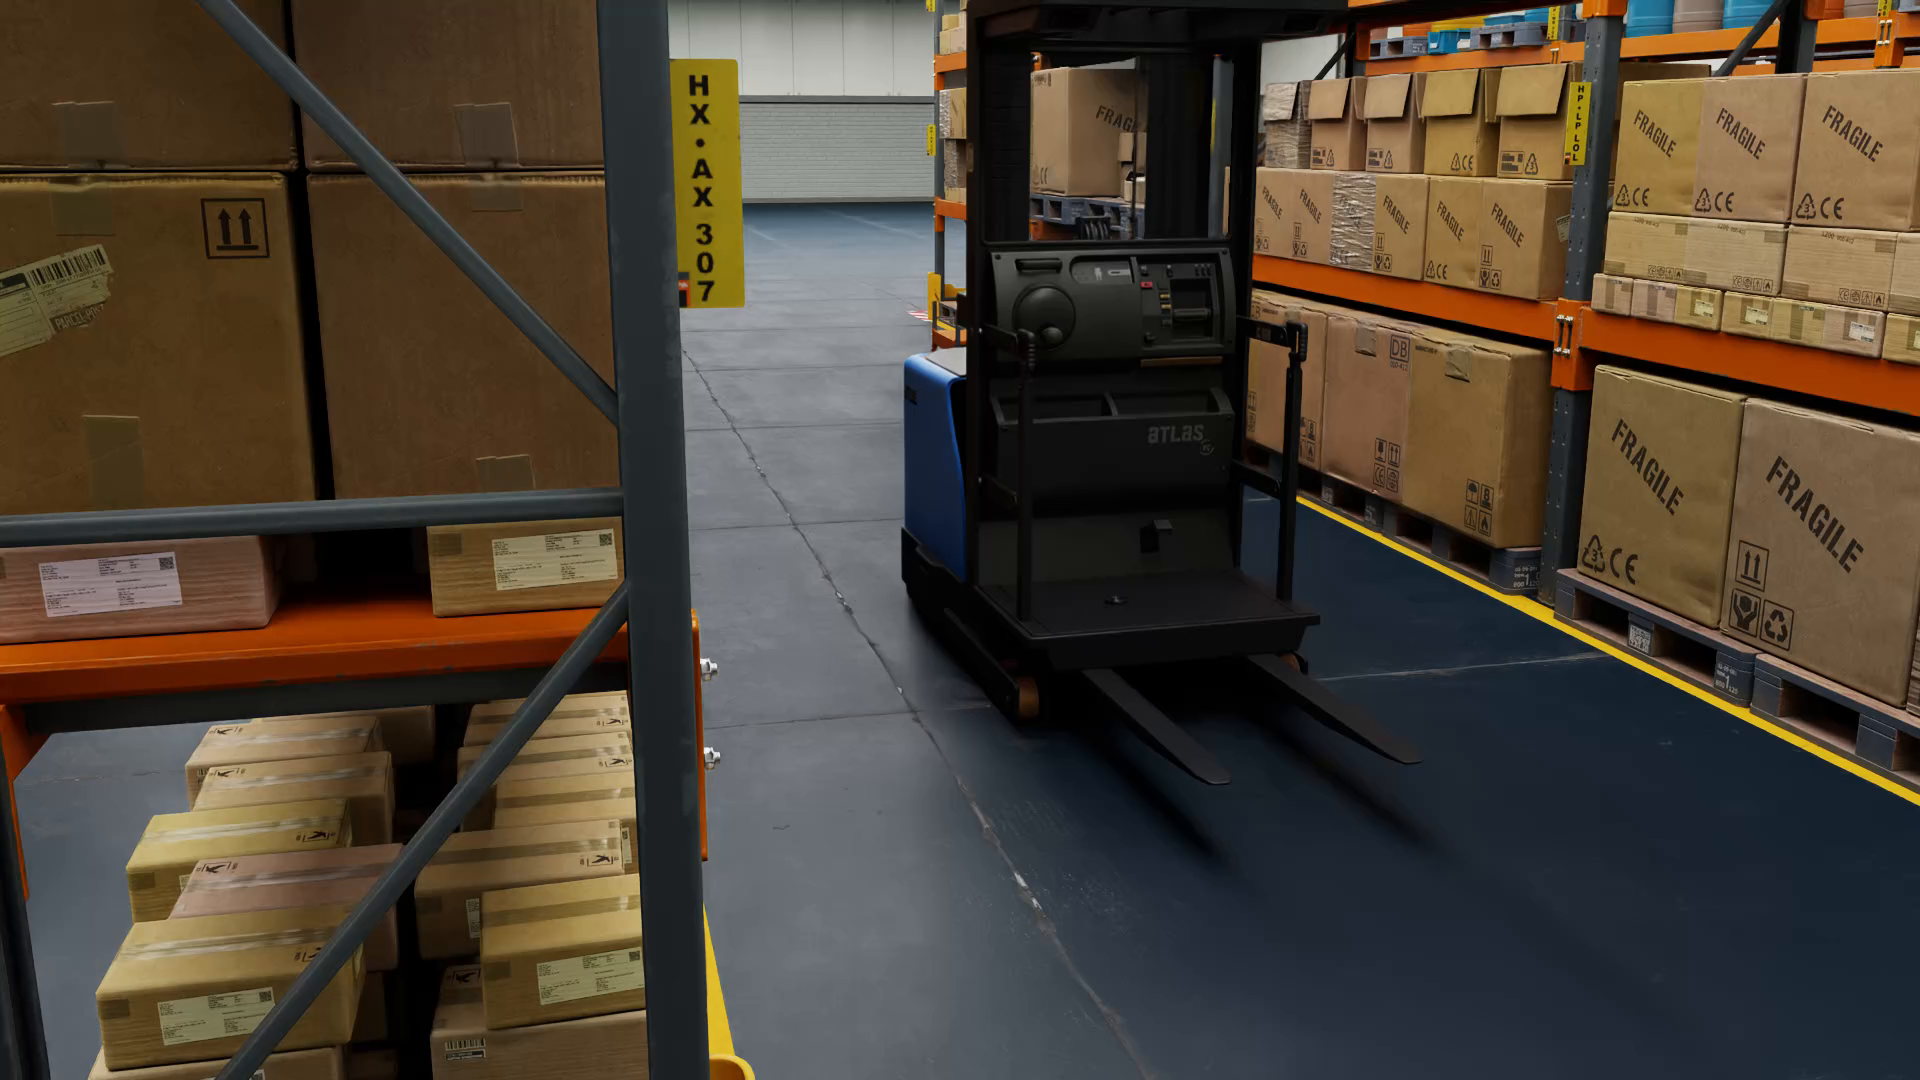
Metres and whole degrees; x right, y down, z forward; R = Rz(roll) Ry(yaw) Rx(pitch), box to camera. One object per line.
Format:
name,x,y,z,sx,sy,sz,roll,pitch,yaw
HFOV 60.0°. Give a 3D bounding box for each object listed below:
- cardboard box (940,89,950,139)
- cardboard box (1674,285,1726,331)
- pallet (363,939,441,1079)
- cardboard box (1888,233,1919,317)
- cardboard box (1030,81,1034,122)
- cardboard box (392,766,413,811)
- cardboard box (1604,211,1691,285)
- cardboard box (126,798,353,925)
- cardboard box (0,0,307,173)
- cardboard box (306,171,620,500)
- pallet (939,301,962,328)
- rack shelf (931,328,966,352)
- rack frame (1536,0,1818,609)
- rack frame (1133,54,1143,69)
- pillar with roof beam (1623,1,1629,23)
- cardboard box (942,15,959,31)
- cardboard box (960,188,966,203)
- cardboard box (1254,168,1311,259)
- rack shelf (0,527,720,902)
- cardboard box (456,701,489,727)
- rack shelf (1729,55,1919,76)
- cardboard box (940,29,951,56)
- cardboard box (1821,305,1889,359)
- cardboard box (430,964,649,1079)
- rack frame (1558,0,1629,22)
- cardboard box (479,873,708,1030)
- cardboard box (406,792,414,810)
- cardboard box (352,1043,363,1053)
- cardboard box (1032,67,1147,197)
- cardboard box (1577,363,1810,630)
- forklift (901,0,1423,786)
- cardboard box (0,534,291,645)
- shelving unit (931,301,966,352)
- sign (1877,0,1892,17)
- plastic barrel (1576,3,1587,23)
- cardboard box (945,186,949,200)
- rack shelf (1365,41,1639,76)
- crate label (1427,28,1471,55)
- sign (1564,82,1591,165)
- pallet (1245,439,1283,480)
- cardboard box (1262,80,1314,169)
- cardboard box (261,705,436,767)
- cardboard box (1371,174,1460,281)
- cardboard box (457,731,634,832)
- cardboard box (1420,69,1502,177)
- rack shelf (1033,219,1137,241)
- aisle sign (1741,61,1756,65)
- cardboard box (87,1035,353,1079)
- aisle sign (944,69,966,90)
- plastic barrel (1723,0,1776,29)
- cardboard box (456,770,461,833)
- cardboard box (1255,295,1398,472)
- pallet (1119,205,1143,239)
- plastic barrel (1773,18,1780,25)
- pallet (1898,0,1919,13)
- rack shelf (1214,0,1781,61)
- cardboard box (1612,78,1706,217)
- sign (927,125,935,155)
cardboard box,0.082,-4.504,17.598,0.500,0.500,0.500,-3,14,-13
cardboard box,2.906,-0.869,6.192,0.380,0.149,0.250,-3,14,-11
pallet,-1.044,1.125,3.379,1.003,0.211,1.213,-3,14,-13
cardboard box,3.239,-0.799,5.067,0.500,0.250,0.500,-3,14,-13
cardboard box,0.784,-3.812,14.764,0.500,0.500,0.500,-3,14,-13
cardboard box,-1.571,0.609,4.110,0.380,0.149,0.250,-3,14,-10
cardboard box,2.892,-1.148,6.493,0.500,0.250,0.500,-4,14,-14
cardboard box,-1.428,0.647,3.327,0.380,0.149,0.250,-4,14,-14
cardboard box,-1.219,-0.793,2.410,0.500,0.500,0.500,-4,14,-14
cardboard box,-0.707,-0.335,2.640,0.500,0.500,0.500,-3,14,-11
pallet,0.392,-2.406,17.829,1.003,0.211,1.213,-3,14,-13
rack shelf,0.039,-0.926,8.035,0.258,0.148,0.480,-3,14,-13
rack frame,3.036,-1.199,7.014,1.000,3.000,0.127,-3,14,-13
rack frame,1.157,-3.044,14.568,1.000,3.000,0.127,-3,14,-13
pillar with roof beam,8.664,-10.125,30.909,9.100,9.000,0.400,-3,14,-13
cardboard box,0.024,-5.404,17.380,0.380,0.149,0.250,-3,14,-12
cardboard box,0.216,-3.592,17.340,0.380,0.149,0.250,-3,14,-13
cardboard box,2.069,-1.924,9.772,0.500,0.500,0.500,-4,14,-15
rack shelf,-1.339,-0.135,4.175,1.077,0.370,4.000,-3,14,-13
cardboard box,-1.143,0.374,4.445,0.380,0.149,0.250,-3,14,-13
rack shelf,10.317,-5.165,18.442,1.077,0.370,4.000,-3,14,-13
cardboard box,0.079,-5.226,17.493,0.500,0.250,0.500,-3,14,-12
cardboard box,3.087,-0.691,5.465,0.380,0.149,0.250,-3,14,-13
cardboard box,-0.743,0.878,3.007,0.380,0.149,0.250,-3,14,-11
rack frame,5.971,-6.235,14.986,1.000,3.000,0.127,-3,14,-13
cardboard box,-0.662,0.729,2.991,0.380,0.149,0.250,-4,14,-16
cardboard box,-1.569,0.753,4.147,0.380,0.149,0.250,-3,14,-12
cardboard box,-1.355,0.994,3.158,0.380,0.149,0.250,-3,14,-11
cardboard box,1.208,-3.349,13.665,1.000,1.000,1.000,-3,14,-13
cardboard box,3.113,-0.214,6.575,0.875,0.875,0.875,-3,14,-13
forklift,0.626,-0.888,5.886,1.130,2.935,3.031,-4,14,-15
cardboard box,-1.221,0.040,2.474,0.380,0.149,0.250,-3,14,-13
shelving unit,0.039,-0.545,8.128,0.258,1.200,0.503,-3,14,-13
sign,6.378,-3.772,11.445,0.100,0.325,0.005,-3,14,-13
plastic barrel,6.061,-5.146,15.730,0.421,0.512,0.421,0,14,0
cardboard box,0.053,-3.766,18.051,0.380,0.149,0.250,-3,14,-13
rack shelf,5.502,-4.890,17.316,1.077,0.370,4.000,-3,14,-13
crate label,5.150,-5.178,17.294,0.502,0.251,0.408,-3,14,-13
sign,2.511,-1.690,6.753,0.100,0.325,0.005,-3,14,-13
pallet,2.208,-0.581,10.360,1.003,0.211,1.213,-3,14,-13
cardboard box,2.252,-2.488,9.966,0.797,0.503,0.637,-3,14,-11
cardboard box,-1.498,0.458,4.101,0.380,0.149,0.250,-4,14,-15
cardboard box,2.422,-1.575,8.342,0.500,0.500,0.500,-3,14,-14
cardboard box,-0.918,0.554,3.706,0.380,0.149,0.250,-4,14,-16
cardboard box,2.728,-2.041,8.135,0.797,0.503,0.637,-3,14,-13
rack shelf,1.627,-2.234,12.765,1.077,0.370,4.000,-3,14,-13
aisle sign,9.535,-5.779,20.285,0.394,0.787,0.004,-3,14,-13
cardboard box,-1.271,0.908,2.887,0.380,0.149,0.250,-4,14,-15
aisle sign,-0.089,-5.228,18.027,0.394,0.787,0.004,-3,14,-13
plastic barrel,6.609,-4.614,13.617,0.600,0.901,0.708,-3,14,-13
cardboard box,-1.006,0.639,3.985,0.380,0.149,0.250,-4,14,-16
cardboard box,2.440,-0.927,9.493,1.225,0.875,0.875,-3,14,-13
pallet,1.826,-2.187,11.462,1.213,0.211,1.003,-3,14,-13
plastic barrel,6.385,-4.068,12.729,0.301,0.262,0.301,0,14,0
pallet,6.995,-3.581,10.843,1.003,0.211,1.213,-3,14,-13
rack shelf,2.566,-2.768,8.632,1.077,0.370,4.000,-3,14,-13
cardboard box,2.900,-1.510,6.397,0.500,0.500,0.500,-3,14,-13
sign,-0.310,-4.357,18.118,0.100,0.325,0.005,-3,14,-13
